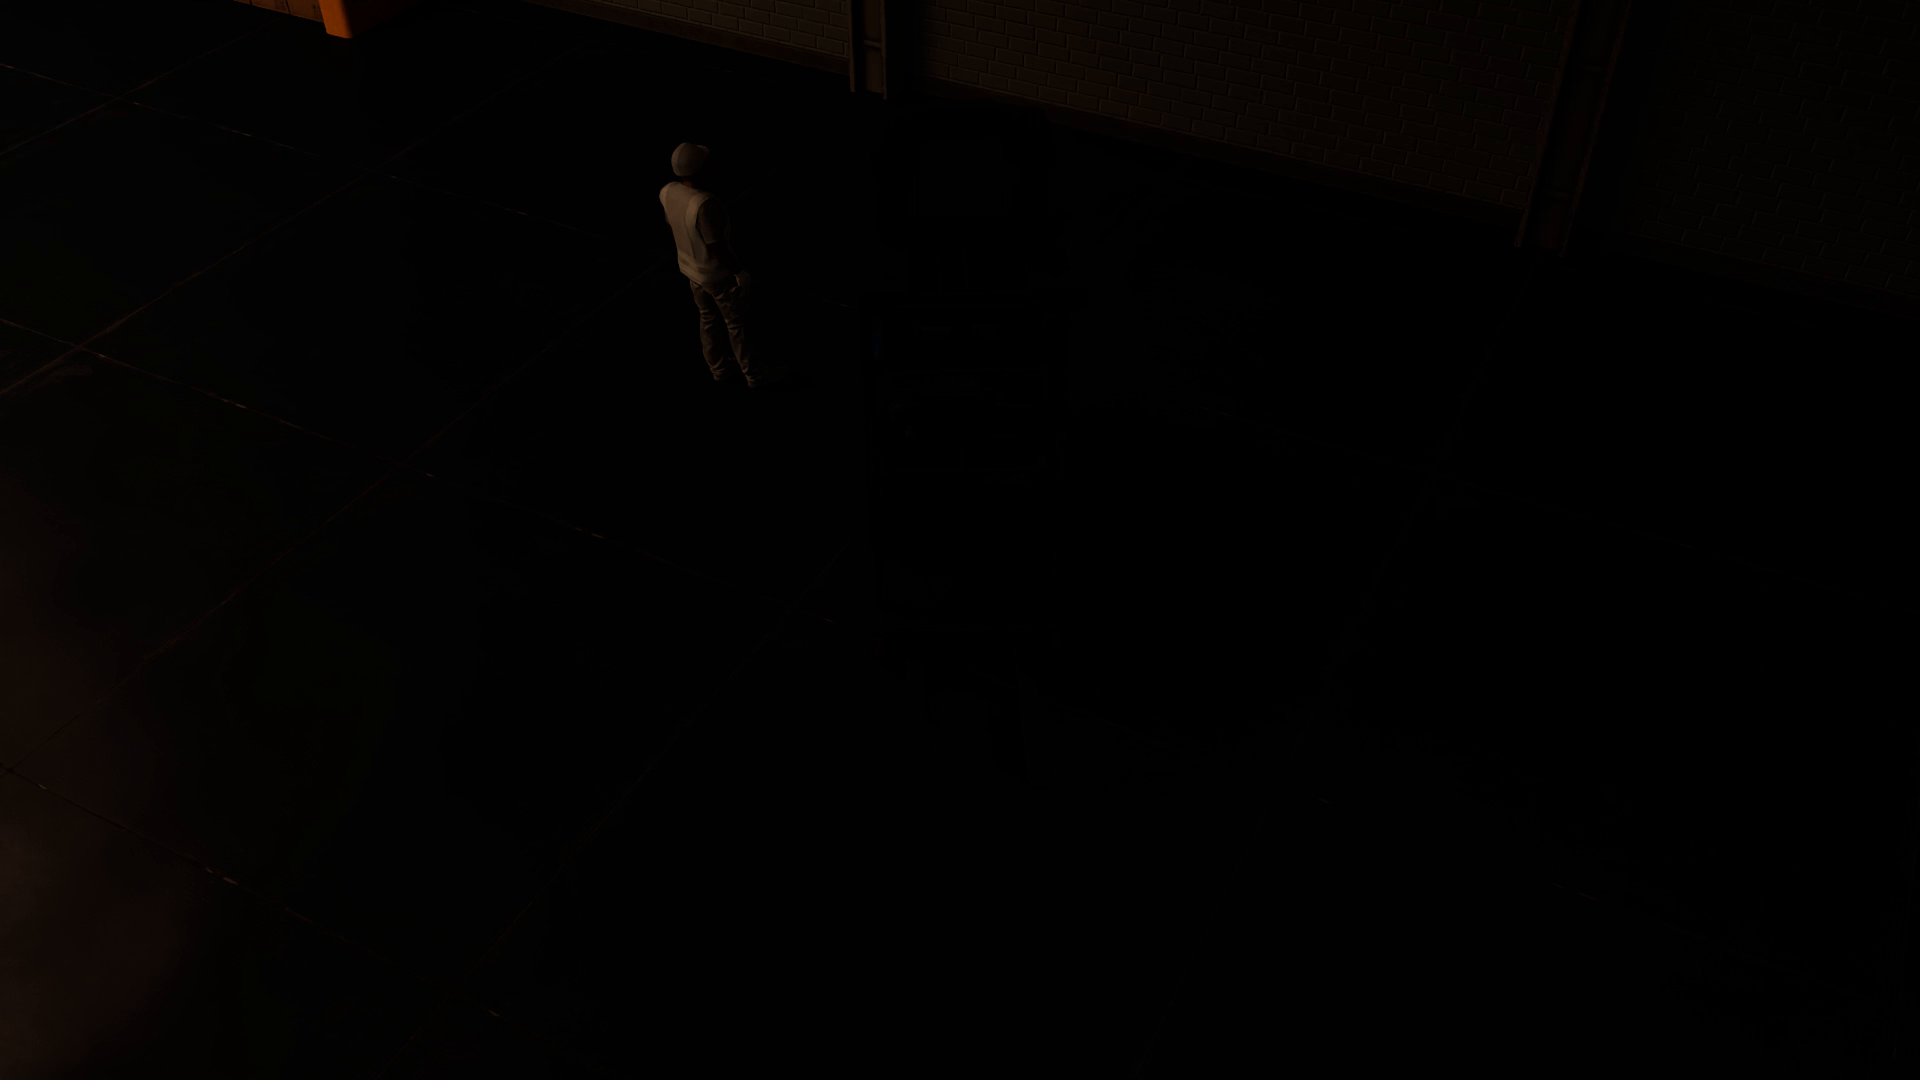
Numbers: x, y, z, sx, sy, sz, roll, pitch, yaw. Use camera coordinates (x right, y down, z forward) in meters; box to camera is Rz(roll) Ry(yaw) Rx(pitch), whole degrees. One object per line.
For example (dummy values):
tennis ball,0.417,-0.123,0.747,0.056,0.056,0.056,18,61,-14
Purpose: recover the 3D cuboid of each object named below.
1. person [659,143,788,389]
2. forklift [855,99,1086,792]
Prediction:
person,-1.594,-1.840,11.051,0.579,1.781,0.656,-32,49,-32
forklift,0.031,-0.664,8.775,1.130,2.935,3.031,-2,40,-2
